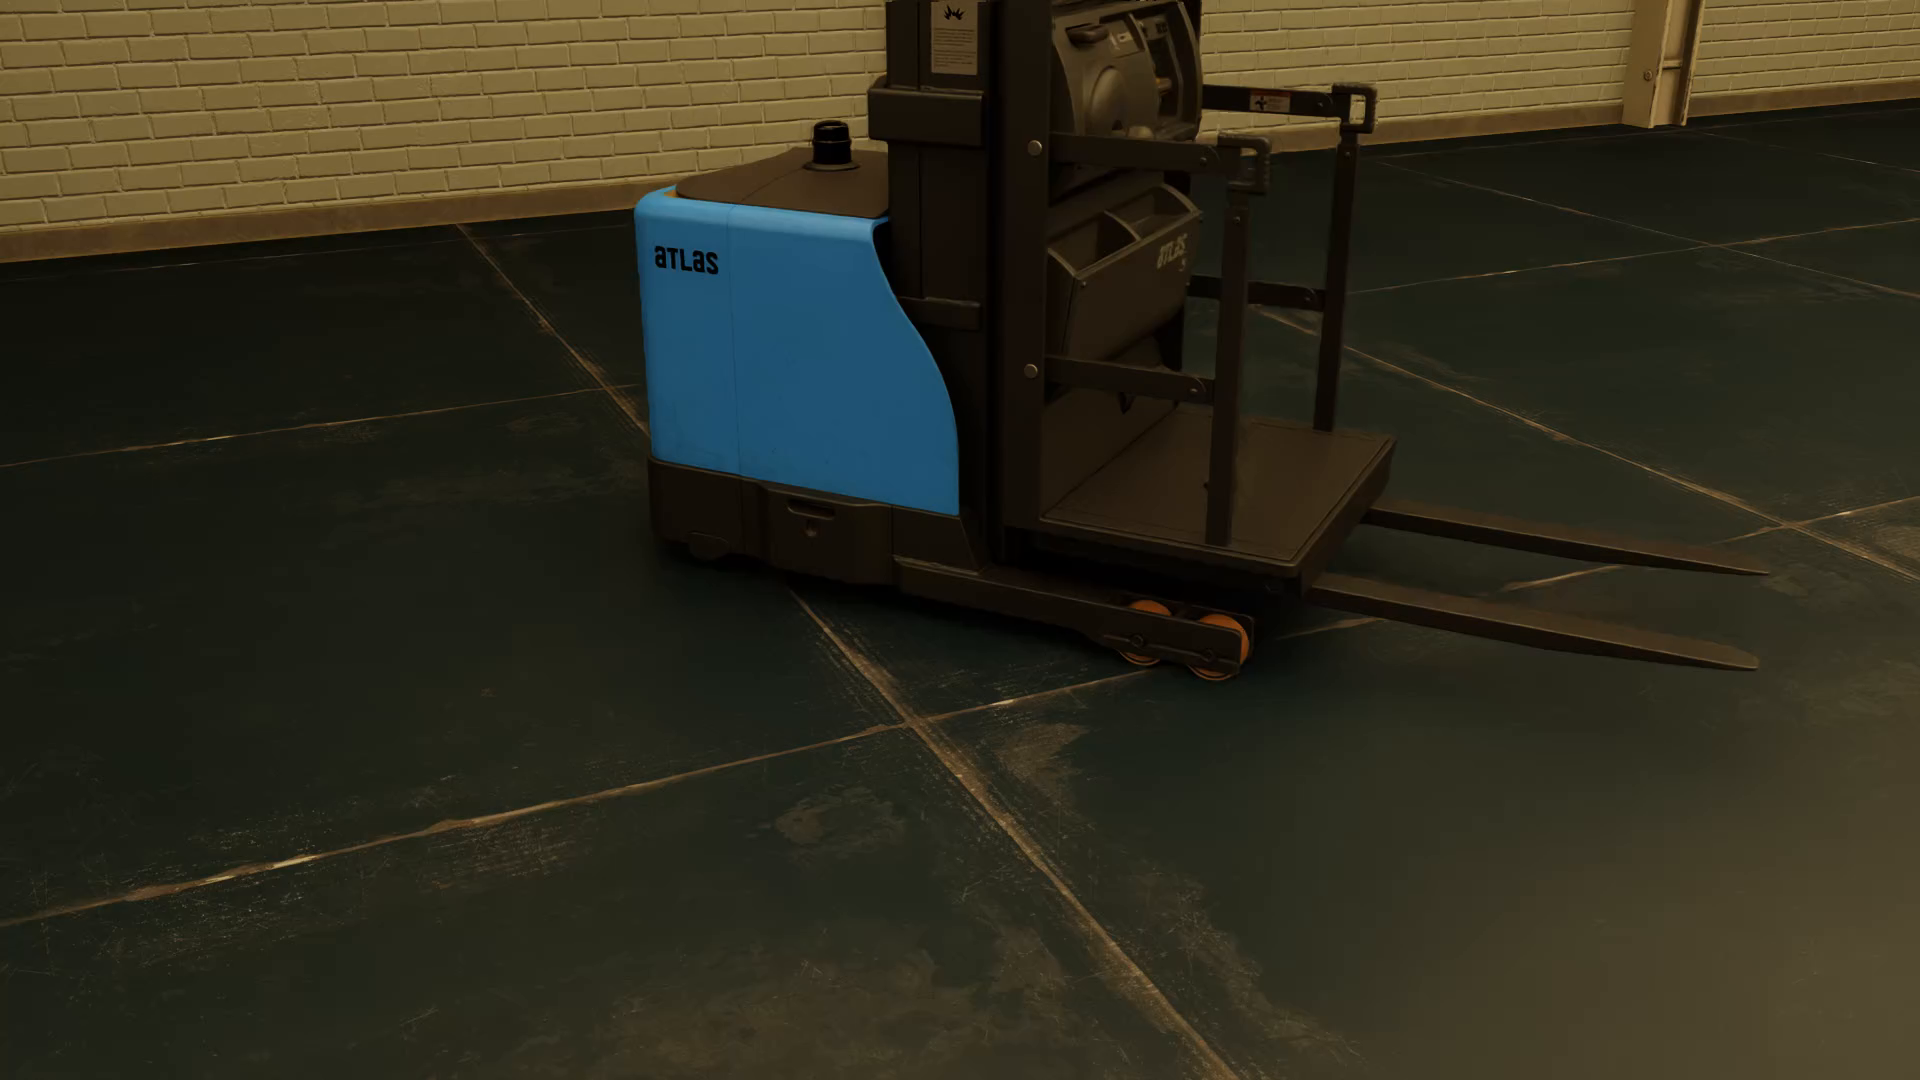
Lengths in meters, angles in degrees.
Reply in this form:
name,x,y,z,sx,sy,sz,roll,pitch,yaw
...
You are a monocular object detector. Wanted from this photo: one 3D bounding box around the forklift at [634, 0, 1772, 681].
name,x,y,z,sx,sy,sz,roll,pitch,yaw
forklift,0.627,-1.227,4.239,3.031,2.935,1.130,11,25,24
